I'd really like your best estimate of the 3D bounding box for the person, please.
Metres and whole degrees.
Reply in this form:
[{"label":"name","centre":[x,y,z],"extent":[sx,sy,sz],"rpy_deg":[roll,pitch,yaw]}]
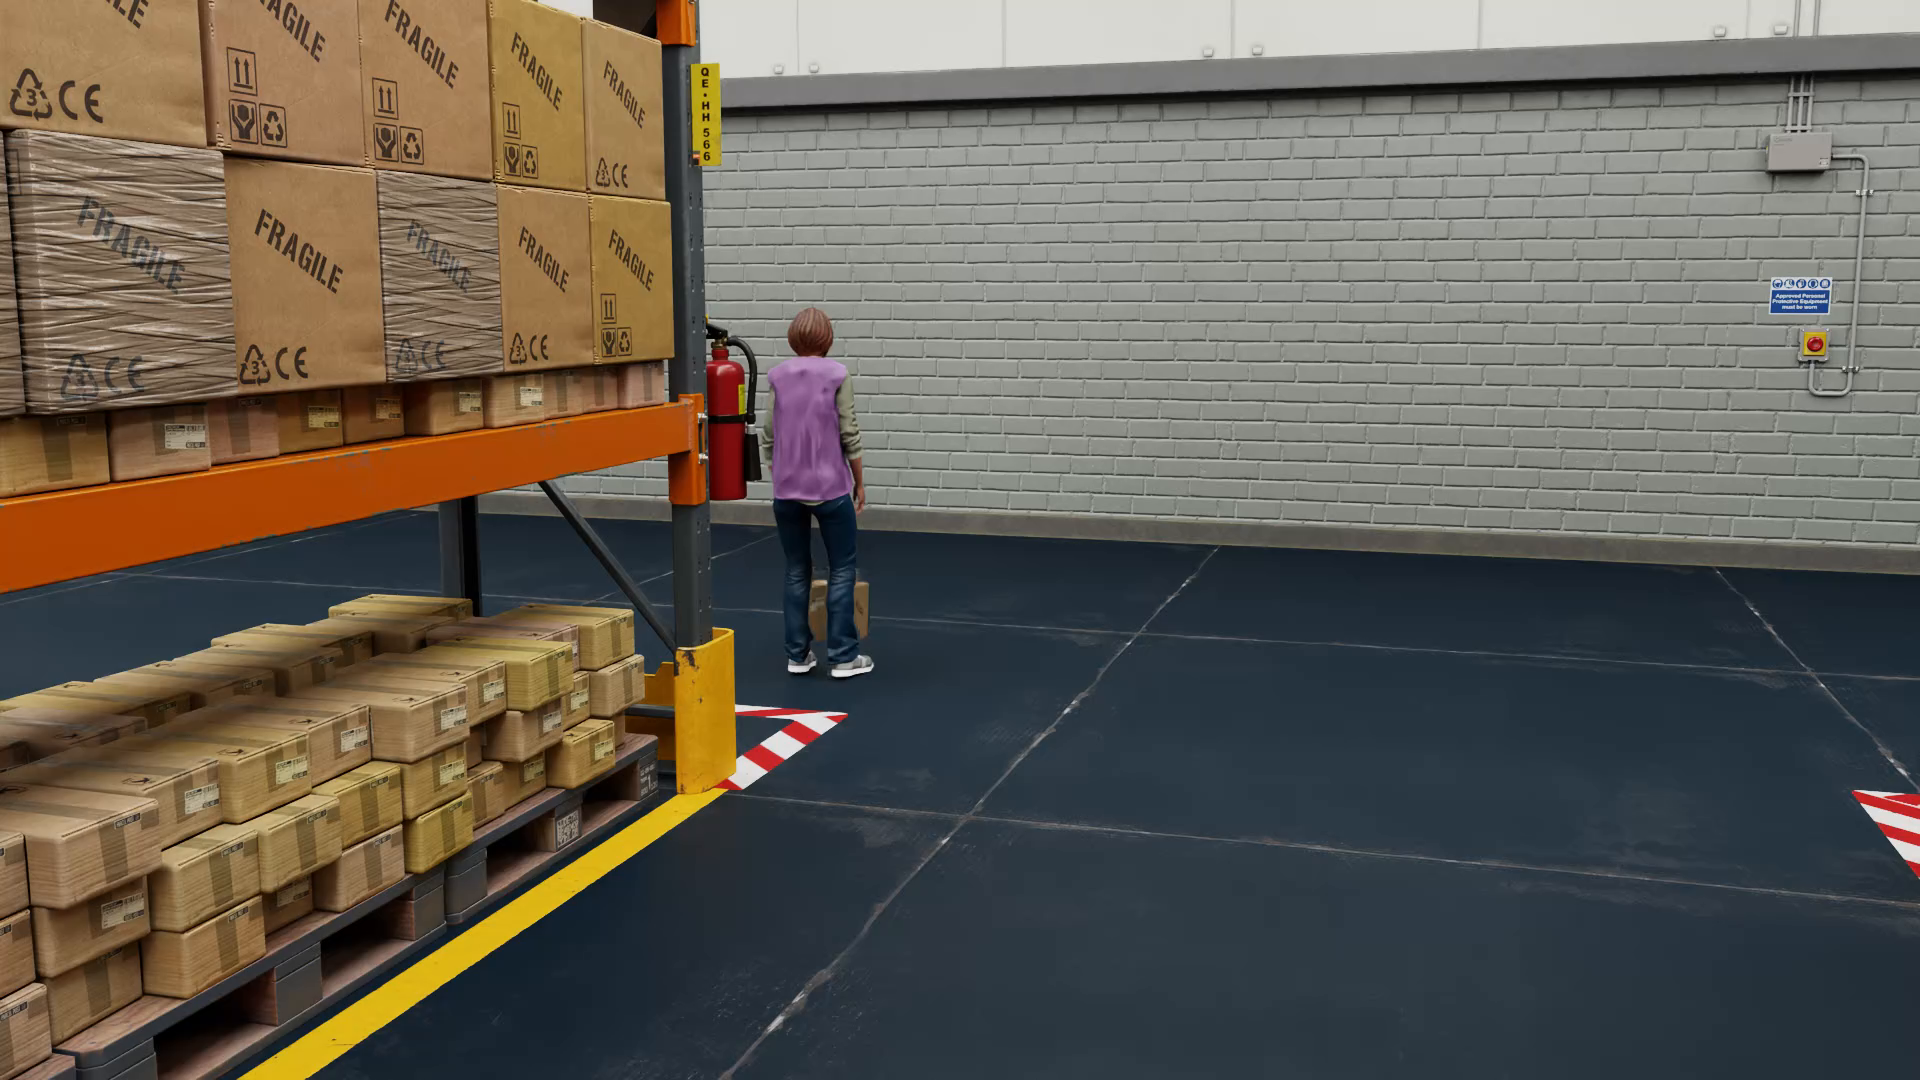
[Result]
[{"label":"person","centre":[-0.628,-0.202,7.213],"extent":[0.458,1.594,0.374],"rpy_deg":[2,9,14]}]
